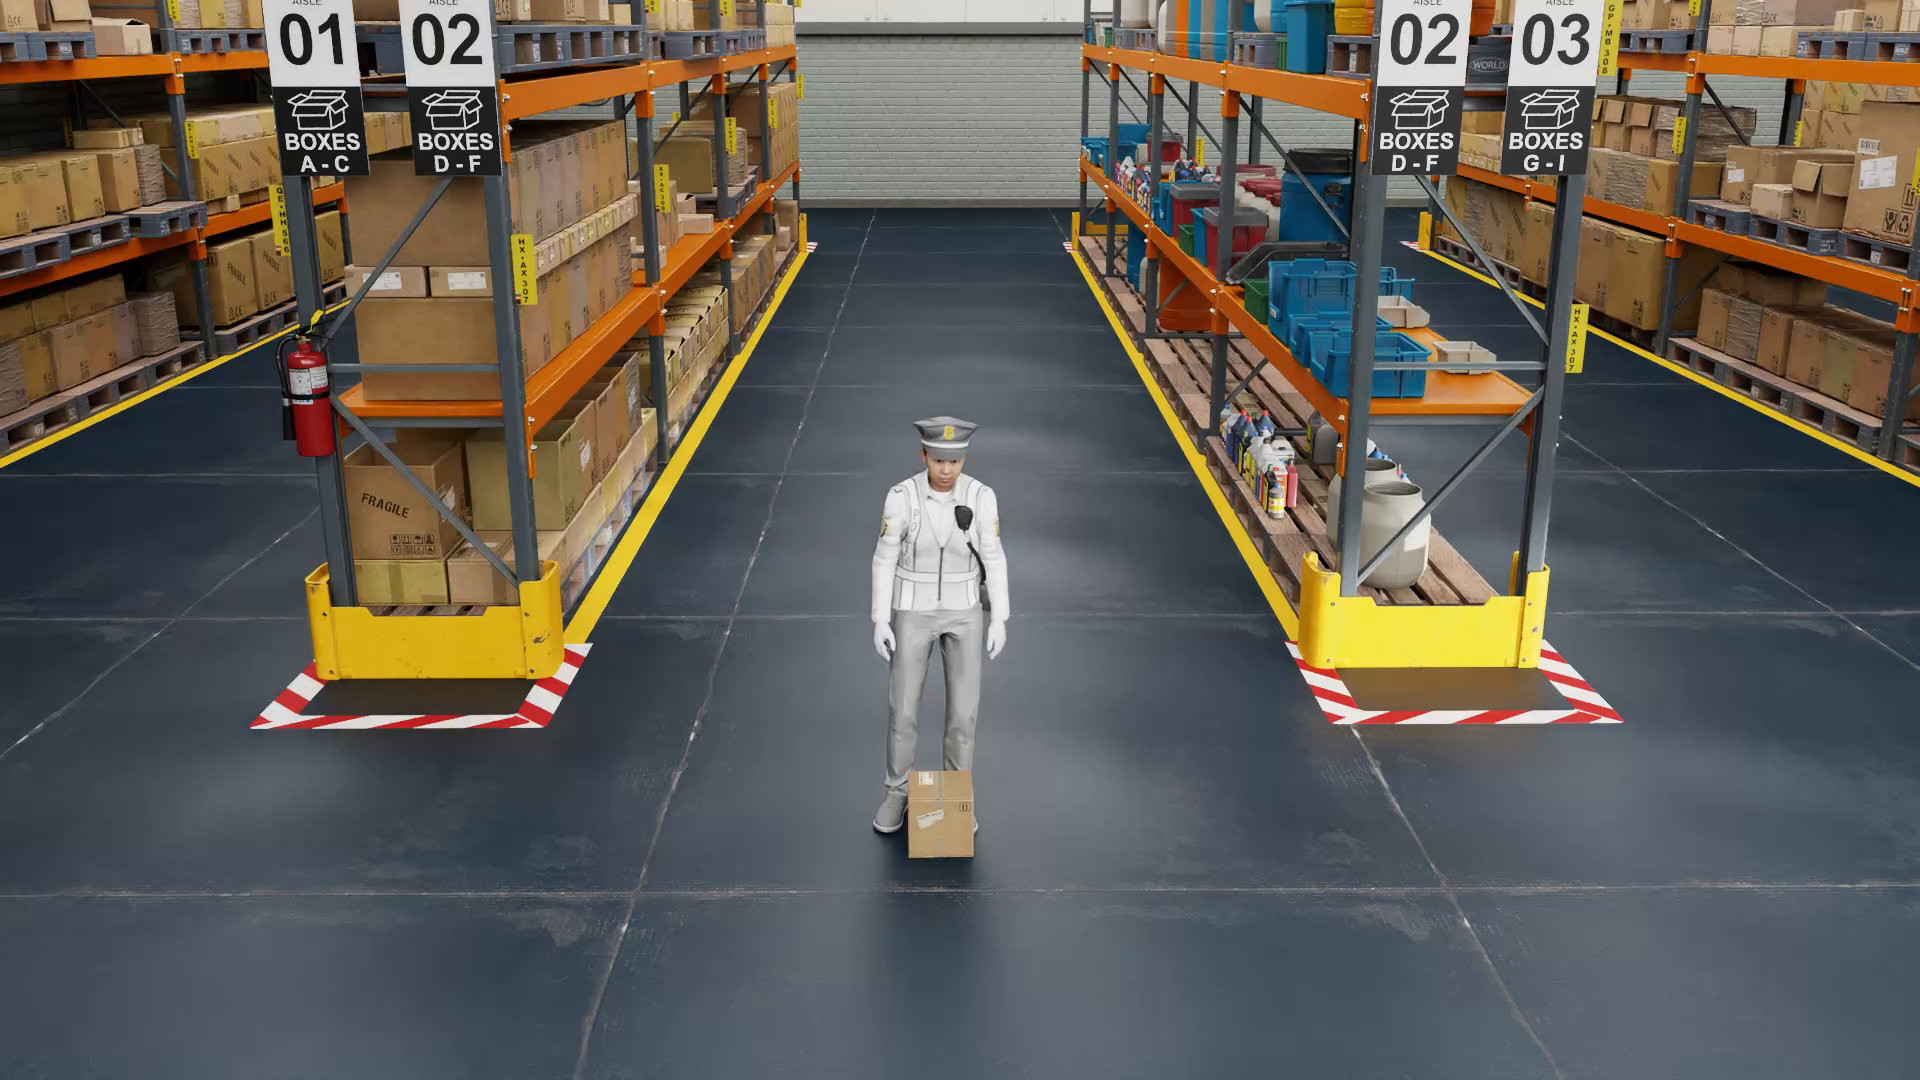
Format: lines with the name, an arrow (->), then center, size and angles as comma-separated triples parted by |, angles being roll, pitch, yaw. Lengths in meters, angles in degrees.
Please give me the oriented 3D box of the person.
person -> -0.079, 0.326, 6.484 | 0.547, 1.667, 0.408 | -1, 17, -4
